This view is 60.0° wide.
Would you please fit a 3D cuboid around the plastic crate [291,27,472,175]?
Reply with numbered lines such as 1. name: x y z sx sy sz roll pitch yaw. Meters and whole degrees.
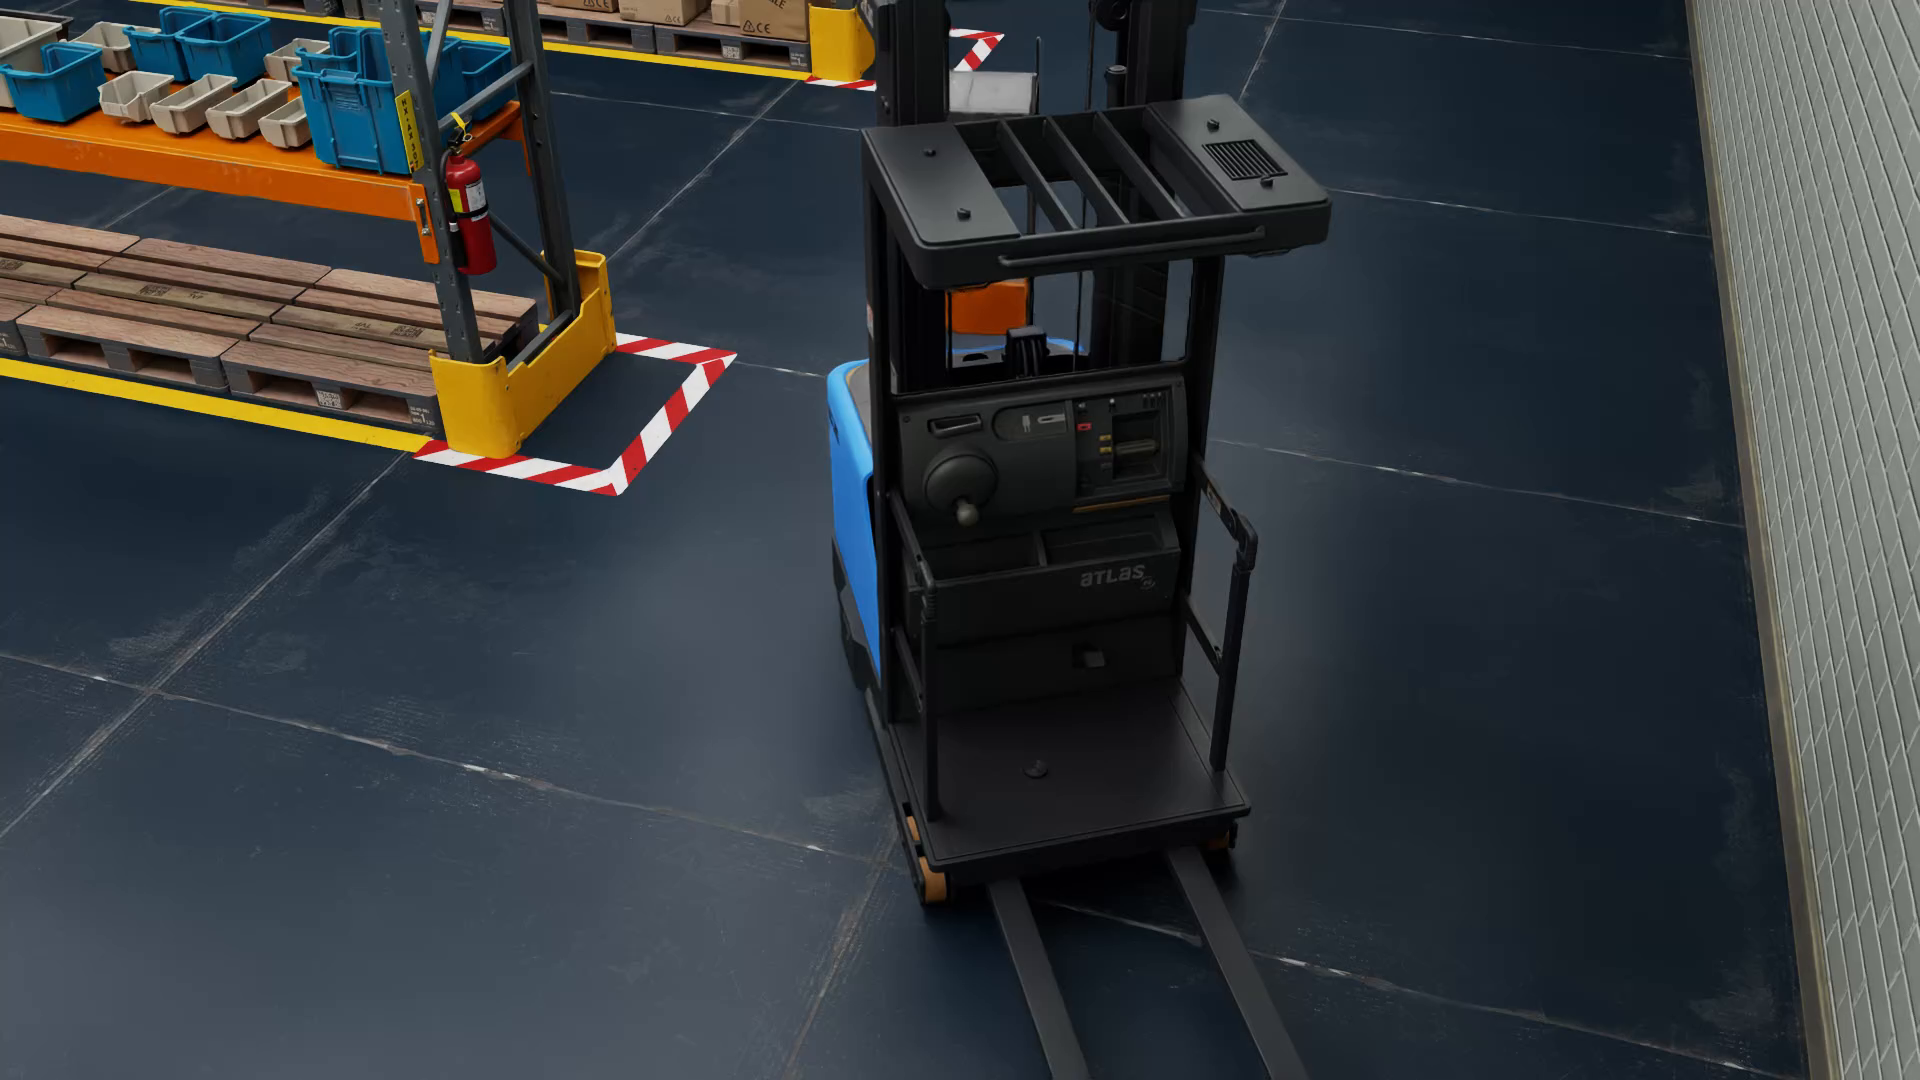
1. plastic crate: -2.499 -1.926 7.255 0.499 0.435 0.616 10 38 14

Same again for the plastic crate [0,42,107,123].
1. plastic crate: -4.161 -2.108 7.675 0.300 0.233 0.416 10 38 14

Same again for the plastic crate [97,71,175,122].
1. plastic crate: -3.790 -2.030 7.649 0.250 0.136 0.298 10 38 14

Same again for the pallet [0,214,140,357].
1. pallet: -5.229 -1.410 8.987 1.213 0.211 1.003 10 38 14

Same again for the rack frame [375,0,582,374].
1. rack frame: -2.124 -1.934 7.347 0.127 3.000 1.000 10 38 14

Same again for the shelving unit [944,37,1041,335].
1. shelving unit: 0.039 -0.951 6.771 0.503 2.100 0.431 3 36 4

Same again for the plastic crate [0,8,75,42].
1. plastic crate: -4.794 -2.508 8.309 0.590 0.125 0.437 10 38 14

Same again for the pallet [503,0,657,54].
1. pallet: -2.638 -3.983 12.484 1.213 0.211 1.003 10 38 14

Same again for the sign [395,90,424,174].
1. sign: -2.273 -1.685 6.872 0.005 0.325 0.100 10 38 14

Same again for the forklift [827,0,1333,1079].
1. forklift: 0.322 -0.212 5.066 1.130 2.935 3.031 -8 37 -11

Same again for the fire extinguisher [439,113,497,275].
1. fire extinguisher: -2.116 -1.469 7.095 0.183 0.674 0.296 10 38 14

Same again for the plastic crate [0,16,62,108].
1. plastic crate: -4.539 -2.243 7.816 0.530 0.282 0.437 10 38 14

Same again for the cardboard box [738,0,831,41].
1. cardboard box: -1.236 -3.863 11.705 0.500 0.500 0.500 10 38 14

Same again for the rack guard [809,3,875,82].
1. rack guard: -0.716 -3.742 11.913 0.348 0.500 1.175 10 38 14

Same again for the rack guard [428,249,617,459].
1. rack guard: -2.097 -0.930 8.092 0.348 0.500 1.175 10 38 14

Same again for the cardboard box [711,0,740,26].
1. cardboard box: -1.596 -3.851 11.971 0.250 0.166 0.380 10 38 14

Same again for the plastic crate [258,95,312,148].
1. plastic crate: -2.956 -1.893 7.464 0.243 0.136 0.396 10 38 14

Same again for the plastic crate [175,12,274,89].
1. plastic crate: -3.518 -2.353 8.007 0.300 0.233 0.416 10 38 14

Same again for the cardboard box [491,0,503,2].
1. cardboard box: -3.297 -4.135 12.357 0.250 0.166 0.380 10 38 14

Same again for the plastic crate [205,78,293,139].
1. plastic crate: -3.229 -1.953 7.544 0.243 0.136 0.396 10 38 14

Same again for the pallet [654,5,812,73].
1. pallet: -1.477 -3.766 12.189 1.213 0.211 1.003 10 38 14

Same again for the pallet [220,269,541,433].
1. pallet: -2.900 -0.978 8.401 1.213 0.211 1.003 10 38 14

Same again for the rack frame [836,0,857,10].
1. rack frame: -0.643 -4.736 11.154 0.127 3.000 1.000 10 38 14

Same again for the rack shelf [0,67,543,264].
1. rack shelf: -4.033 -1.997 8.040 4.000 0.370 1.077 10 38 14

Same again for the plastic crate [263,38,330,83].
1. plastic crate: -3.190 -2.305 8.023 0.298 0.136 0.250 10 38 14

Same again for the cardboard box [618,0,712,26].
1. cardboard box: -2.134 -3.947 12.031 0.500 0.250 0.500 10 38 14

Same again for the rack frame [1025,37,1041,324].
1. rack frame: 0.282 -0.940 6.756 0.015 2.100 0.400 3 36 4

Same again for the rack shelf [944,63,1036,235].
1. rack shelf: 0.039 -1.504 6.364 0.480 0.518 0.431 3 36 4

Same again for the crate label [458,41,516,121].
1. crate label: -2.261 -2.120 7.691 0.303 0.233 0.416 10 38 14

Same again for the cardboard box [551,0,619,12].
1. cardboard box: -2.667 -4.285 12.277 0.637 0.503 0.797 10 38 14

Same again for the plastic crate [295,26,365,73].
1. plastic crate: -2.890 -2.237 7.849 0.300 0.233 0.416 10 38 14

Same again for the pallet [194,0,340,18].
1. pallet: -5.249 -4.442 13.107 1.213 0.211 1.003 10 38 14

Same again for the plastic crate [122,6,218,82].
1. plastic crate: -3.805 -2.406 8.079 0.300 0.233 0.416 10 38 14

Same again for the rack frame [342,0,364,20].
1. rack frame: -4.461 -5.443 12.114 0.127 3.000 1.000 10 38 14

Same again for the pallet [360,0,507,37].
1. pallet: -3.806 -4.198 12.775 1.213 0.211 1.003 10 38 14

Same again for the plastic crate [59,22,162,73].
1. plastic crate: -4.190 -2.421 8.181 0.466 0.136 0.293 10 38 14

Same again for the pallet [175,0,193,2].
1. pallet: -6.417 -4.656 13.399 1.213 0.211 1.003 10 38 14

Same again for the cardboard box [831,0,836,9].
1. cardboard box: -0.941 -4.033 12.233 0.250 0.149 0.380 10 38 14

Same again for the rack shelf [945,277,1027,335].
1. rack shelf: 0.039 -0.940 6.779 0.480 0.518 0.431 3 36 4

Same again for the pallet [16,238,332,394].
1. pallet: -4.060 -1.195 8.696 1.213 0.211 1.003 10 38 14

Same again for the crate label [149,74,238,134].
1. crate label: -3.502 -1.988 7.593 0.243 0.136 0.396 10 38 14
